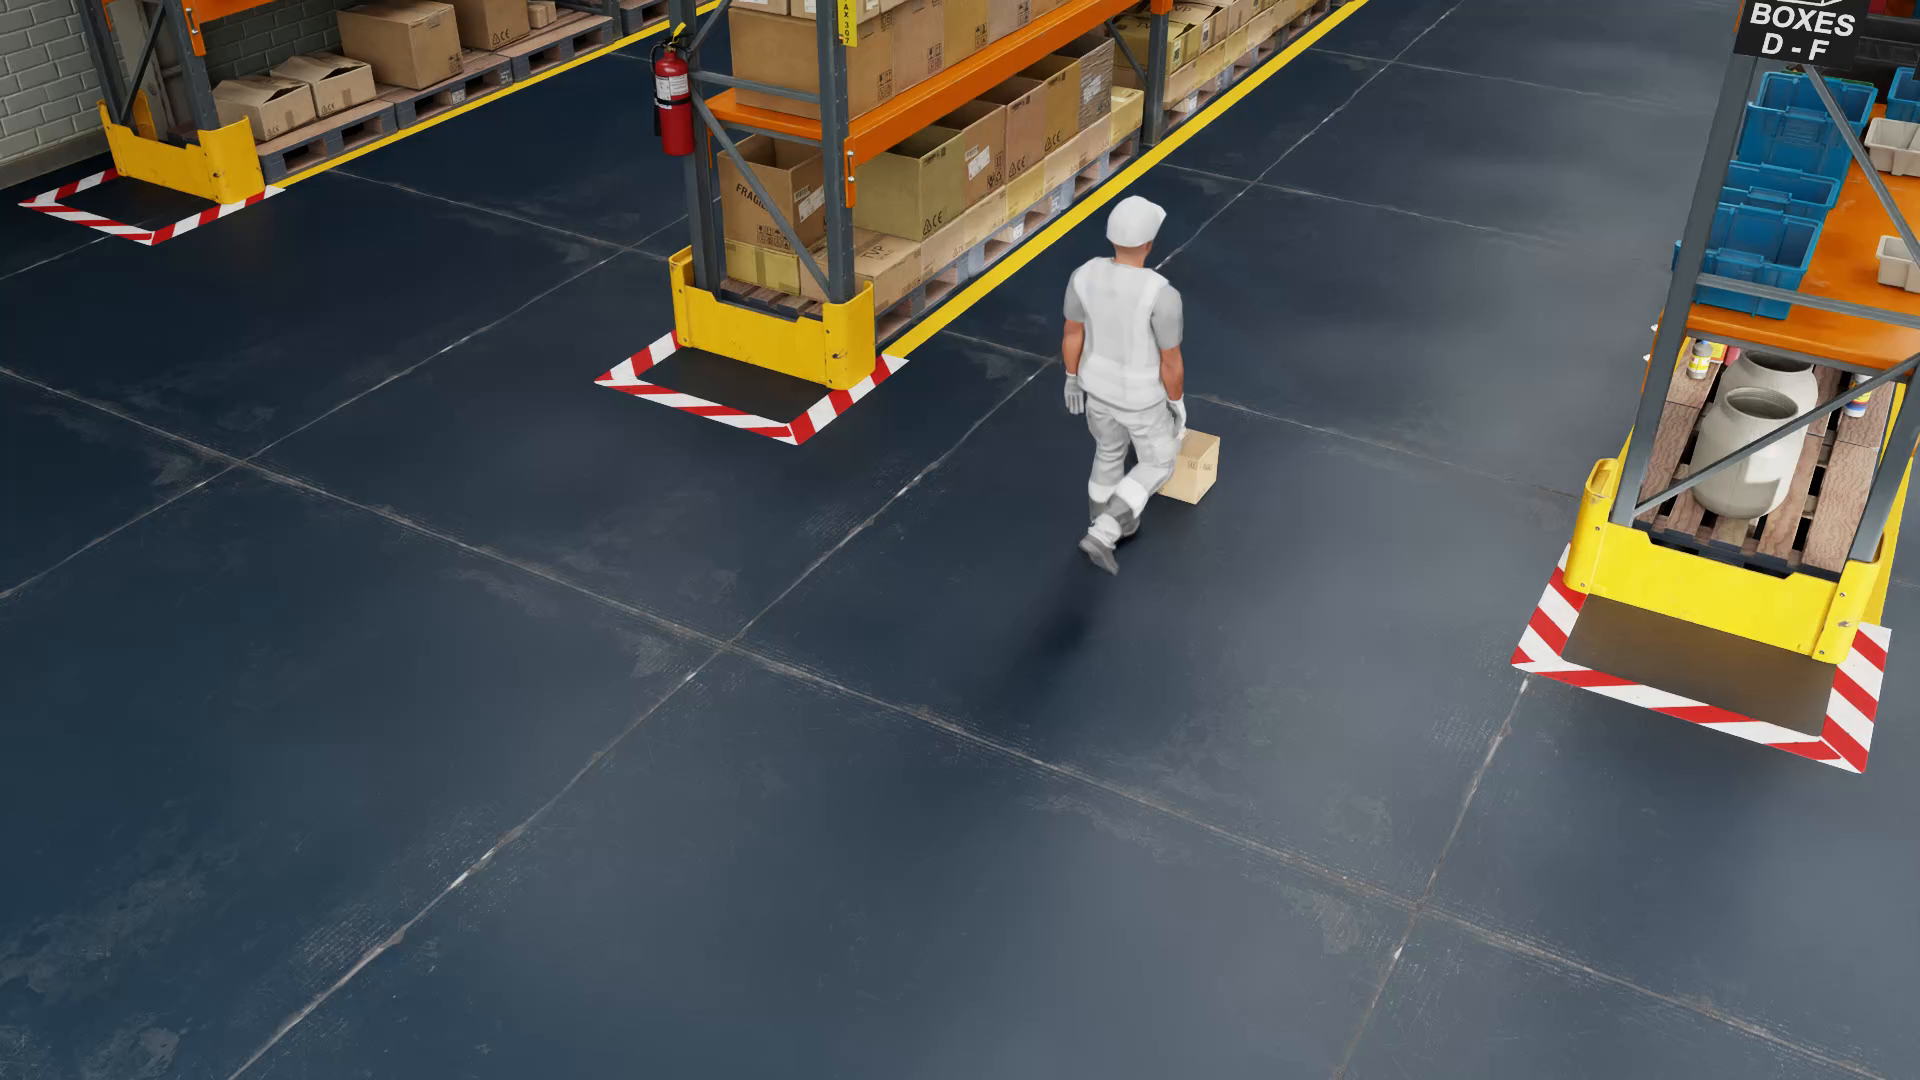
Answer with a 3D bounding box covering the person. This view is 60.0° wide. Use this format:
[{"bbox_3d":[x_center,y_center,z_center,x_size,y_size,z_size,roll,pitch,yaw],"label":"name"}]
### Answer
[{"bbox_3d":[0.695,-0.634,7.053,0.554,1.772,0.692,24,41,31],"label":"person"}]
